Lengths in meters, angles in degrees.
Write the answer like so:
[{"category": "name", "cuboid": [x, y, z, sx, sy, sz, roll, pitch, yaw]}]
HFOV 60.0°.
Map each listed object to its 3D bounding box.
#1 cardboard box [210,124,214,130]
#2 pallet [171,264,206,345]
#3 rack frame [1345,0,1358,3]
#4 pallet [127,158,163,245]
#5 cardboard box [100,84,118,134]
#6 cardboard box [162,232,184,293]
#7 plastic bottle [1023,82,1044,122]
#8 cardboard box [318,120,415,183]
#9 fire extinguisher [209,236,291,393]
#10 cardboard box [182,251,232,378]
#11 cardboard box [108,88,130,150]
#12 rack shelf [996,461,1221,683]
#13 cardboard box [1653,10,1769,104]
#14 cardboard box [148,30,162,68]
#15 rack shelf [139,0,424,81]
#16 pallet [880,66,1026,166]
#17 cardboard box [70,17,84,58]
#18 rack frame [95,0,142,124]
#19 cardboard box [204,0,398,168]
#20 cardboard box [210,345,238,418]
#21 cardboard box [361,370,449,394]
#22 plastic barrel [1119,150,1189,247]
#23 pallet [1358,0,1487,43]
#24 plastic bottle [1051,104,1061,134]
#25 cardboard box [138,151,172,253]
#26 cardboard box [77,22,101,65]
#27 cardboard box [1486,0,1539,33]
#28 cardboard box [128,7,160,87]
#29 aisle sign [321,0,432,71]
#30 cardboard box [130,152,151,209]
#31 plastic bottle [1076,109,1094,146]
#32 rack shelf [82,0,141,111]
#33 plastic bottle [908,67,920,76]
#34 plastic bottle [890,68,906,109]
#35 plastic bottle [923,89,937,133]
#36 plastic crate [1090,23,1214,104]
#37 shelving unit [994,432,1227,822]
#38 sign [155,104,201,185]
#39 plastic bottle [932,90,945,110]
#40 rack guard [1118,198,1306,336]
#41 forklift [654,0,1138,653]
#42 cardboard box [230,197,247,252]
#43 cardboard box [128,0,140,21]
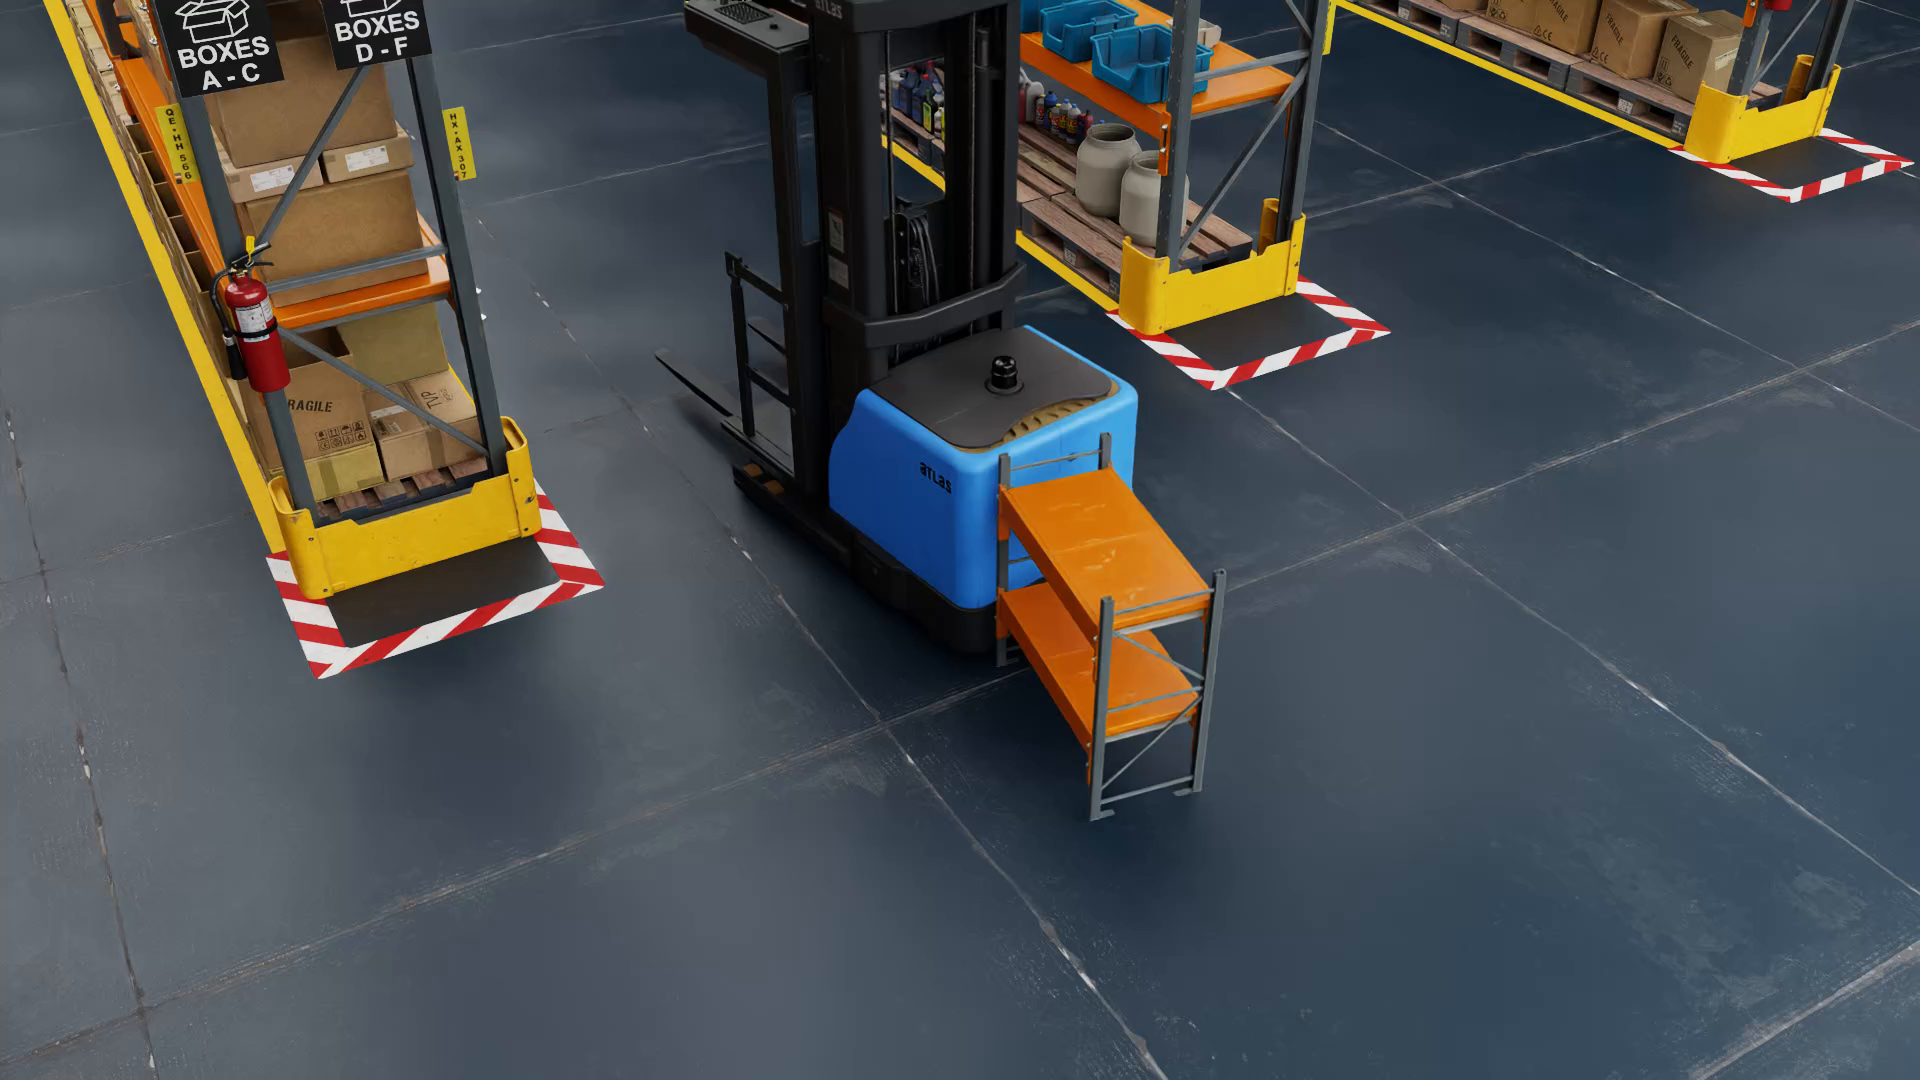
[{"category": "cardboard box", "cuboid": [-3.293, -1.891, 7.661, 0.380, 0.149, 0.250, -20, 40, -25]}, {"category": "pallet", "cuboid": [-4.322, -1.683, 10.375, 1.003, 0.211, 1.213, -19, 40, -24]}, {"category": "rack frame", "cuboid": [3.882, -6.160, 14.141, 1.000, 3.000, 0.127, -19, 40, -24]}, {"category": "pallet", "cuboid": [-5.089, -2.465, 11.446, 1.003, 0.211, 1.213, -19, 40, -24]}, {"category": "cardboard box", "cuboid": [-5.908, -3.191, 12.050, 0.500, 0.250, 0.500, -18, 40, -23]}, {"category": "cardboard box", "cuboid": [-4.467, -1.703, 10.014, 0.500, 0.250, 0.500, -19, 40, -24]}, {"category": "plastic bottle", "cuboid": [0.510, -3.181, 11.998, 0.152, 0.276, 0.135, -18, 40, -23]}, {"category": "cardboard box", "cuboid": [-2.686, -1.753, 7.472, 0.380, 0.149, 0.250, -19, 40, -24]}, {"category": "fire extinguisher", "cuboid": [-3.017, -0.958, 7.083, 0.296, 0.674, 0.183, -19, 40, -24]}, {"category": "cardboard box", "cuboid": [-3.717, -1.240, 8.744, 0.500, 0.500, 0.500, -19, 40, -24]}, {"category": "cardboard box", "cuboid": [-5.403, -2.897, 11.173, 0.500, 0.311, 0.500, -18, 40, -23]}, {"category": "rack shelf", "cuboid": [0.574, 0.104, 6.658, 0.538, 0.278, 1.000, -12, 38, -16]}, {"category": "cardboard box", "cuboid": [5.593, -3.604, 12.404, 0.500, 0.500, 0.500, -12, 38, -16]}, {"category": "cardboard box", "cuboid": [-3.936, -2.546, 8.557, 0.380, 0.149, 0.250, -19, 40, -24]}, {"category": "rack shelf", "cuboid": [-3.680, -3.127, 8.056, 1.077, 0.370, 4.000, -19, 40, -24]}, {"category": "pallet", "cuboid": [-0.099, -3.212, 12.468, 1.003, 0.211, 1.213, -19, 40, -24]}, {"category": "cardboard box", "cuboid": [-6.685, -3.972, 13.120, 0.500, 0.250, 0.500, -19, 40, -24]}, {"category": "rack frame", "cuboid": [-4.685, -3.227, 10.125, 1.000, 3.000, 0.127, -19, 40, -24]}, {"category": "cardboard box", "cuboid": [-2.925, -2.020, 7.288, 0.700, 0.500, 0.500, -19, 40, -24]}, {"category": "cardboard box", "cuboid": [-3.714, -0.938, 8.966, 0.500, 0.250, 0.500, -19, 40, -24]}, {"category": "cardboard box", "cuboid": [-3.007, -0.839, 8.831, 0.500, 0.250, 0.500, -19, 40, -24]}, {"category": "plastic barrel", "cuboid": [1.213, -2.130, 10.377, 0.421, 0.512, 0.421, 0, 36, 0]}, {"category": "pallet", "cuboid": [4.250, -4.702, 14.509, 1.003, 0.211, 1.213, -19, 40, -24]}, {"category": "plastic bottle", "cuboid": [0.696, -2.993, 11.805, 0.097, 0.201, 0.097, 0, 36, 0]}, {"category": "cardboard box", "cuboid": [-4.465, -2.007, 9.794, 0.500, 0.500, 0.500, -19, 40, -24]}, {"category": "cardboard box", "cuboid": [-6.160, -3.672, 12.234, 0.500, 0.311, 0.500, -20, 41, -25]}, {"category": "cardboard box", "cuboid": [4.723, -4.521, 13.660, 0.500, 0.500, 0.500, -23, 42, -28]}, {"category": "cardboard box", "cuboid": [-4.456, -3.043, 9.788, 0.700, 0.500, 0.500, -20, 41, -25]}, {"category": "aisle sign", "cuboid": [-2.377, -2.294, 6.643, 0.394, 0.787, 0.004, -19, 40, -24]}, {"category": "cardboard box", "cuboid": [-5.144, -2.411, 10.984, 0.500, 0.250, 0.500, -19, 40, -24]}, {"category": "plastic bottle", "cuboid": [0.870, -2.871, 11.568, 0.061, 0.283, 0.133, -18, 40, -23]}, {"category": "rack shelf", "cuboid": [-5.690, -3.956, 11.733, 1.077, 0.370, 4.000, -19, 40, -24]}, {"category": "plastic bottle", "cuboid": [-0.341, -3.356, 12.232, 0.061, 0.283, 0.133, -19, 40, -24]}, {"category": "plastic bottle", "cuboid": [-0.433, -3.321, 12.190, 0.152, 0.276, 0.135, -17, 40, -22]}, {"category": "plastic bottle", "cuboid": [-0.212, -3.046, 11.807, 0.061, 0.283, 0.133, -17, 39, -22]}, {"category": "plastic crate", "cuboid": [1.099, -2.759, 9.611, 0.499, 0.251, 0.616, -19, 40, -24]}, {"category": "shelving unit", "cuboid": [0.574, 0.340, 6.831, 0.538, 1.125, 1.048, -12, 38, -16]}, {"category": "sign", "cuboid": [-3.151, -1.596, 6.710, 0.100, 0.325, 0.005, -19, 40, -24]}, {"category": "plastic bottle", "cuboid": [-0.152, -3.074, 11.855, 0.097, 0.271, 0.097, 0, 36, 0]}, {"category": "rack guard", "cuboid": [1.531, -1.668, 10.110, 1.175, 0.500, 0.348, -19, 40, -24]}, {"category": "forklift", "cuboid": [-0.507, -1.485, 7.798, 1.130, 2.935, 3.031, -25, 43, -30]}, {"category": "cardboard box", "cuboid": [-3.167, -1.735, 7.998, 0.700, 0.500, 0.500, -18, 40, -23]}, {"category": "cardboard box", "cuboid": [-4.327, -2.942, 9.100, 0.380, 0.149, 0.250, -19, 40, -24]}]
